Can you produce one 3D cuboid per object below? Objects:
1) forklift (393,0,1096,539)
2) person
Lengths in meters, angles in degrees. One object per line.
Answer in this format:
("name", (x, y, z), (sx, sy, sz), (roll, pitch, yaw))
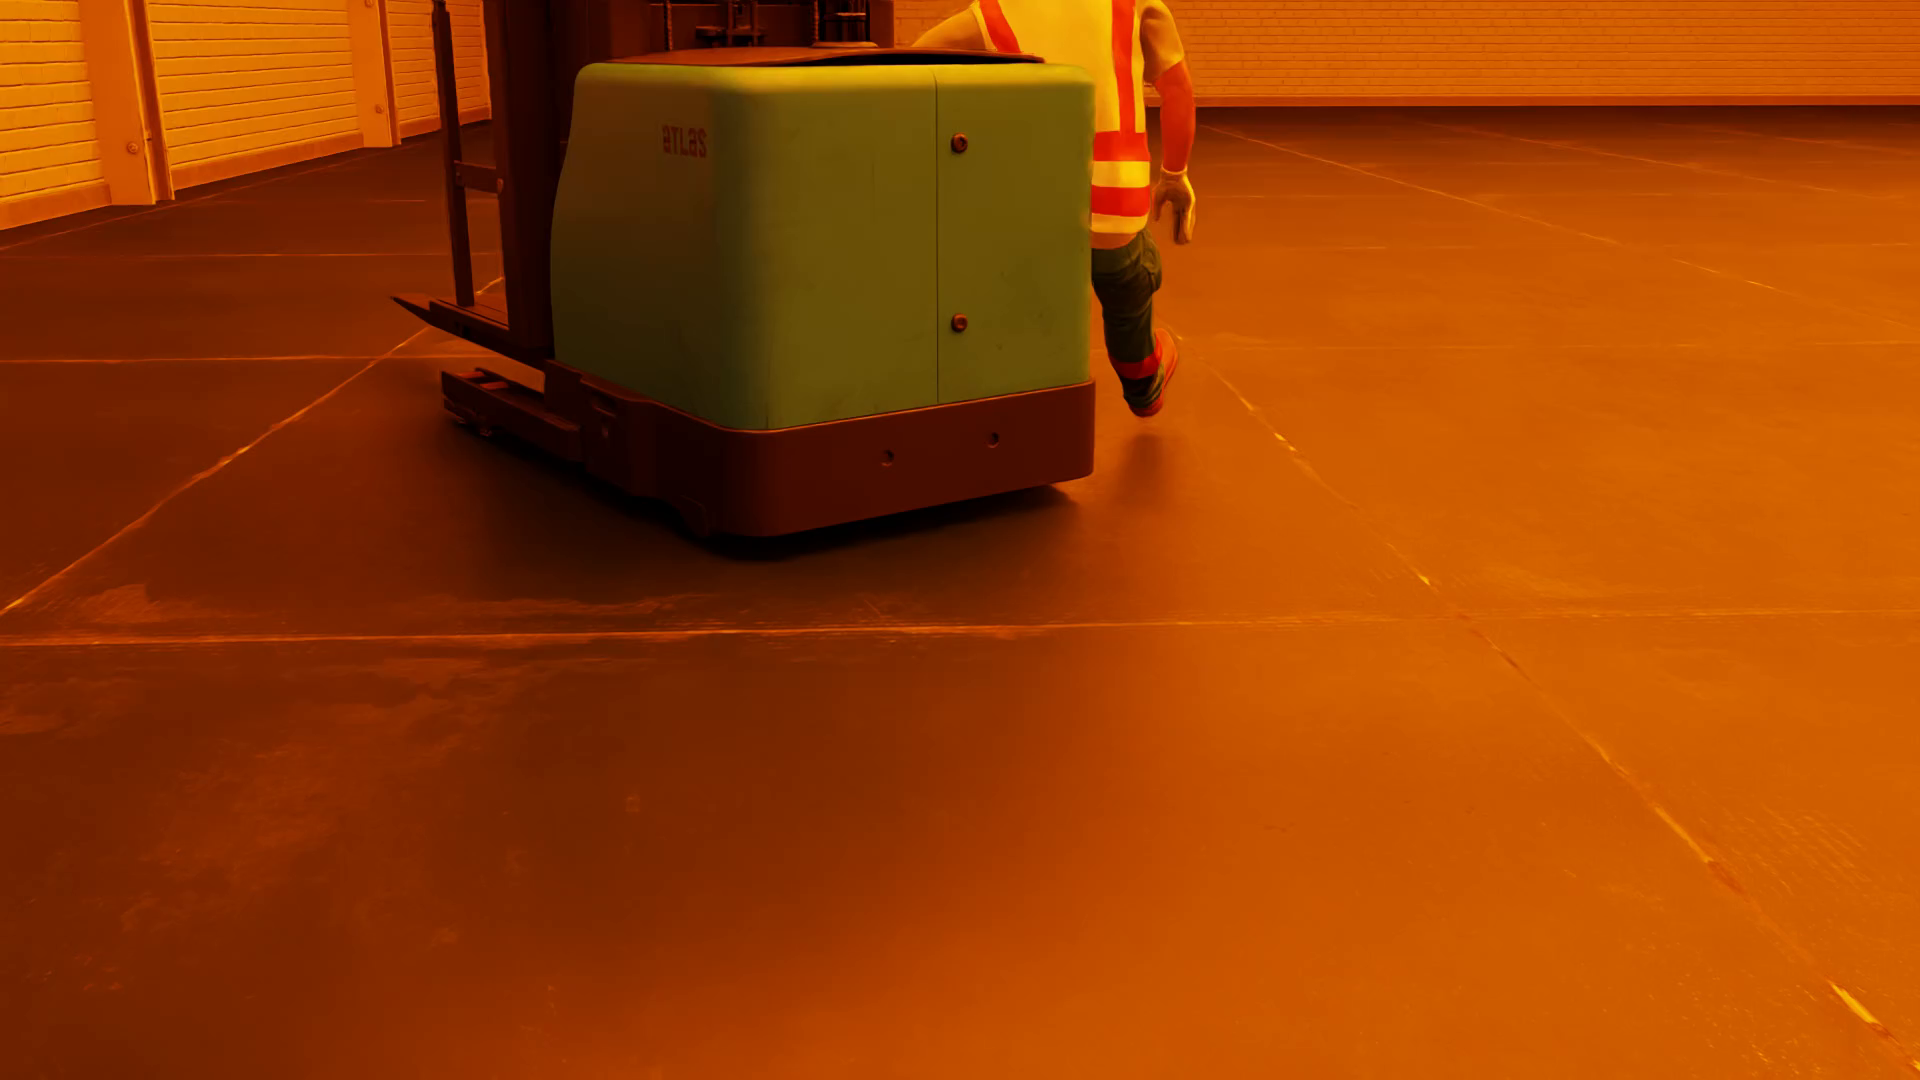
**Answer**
("forklift", (-0.920, -1.777, 4.715), (1.130, 2.935, 3.031), (-12, 21, -34))
("person", (0.114, -0.956, 4.442), (1.137, 1.451, 1.045), (-1, 17, -2))
